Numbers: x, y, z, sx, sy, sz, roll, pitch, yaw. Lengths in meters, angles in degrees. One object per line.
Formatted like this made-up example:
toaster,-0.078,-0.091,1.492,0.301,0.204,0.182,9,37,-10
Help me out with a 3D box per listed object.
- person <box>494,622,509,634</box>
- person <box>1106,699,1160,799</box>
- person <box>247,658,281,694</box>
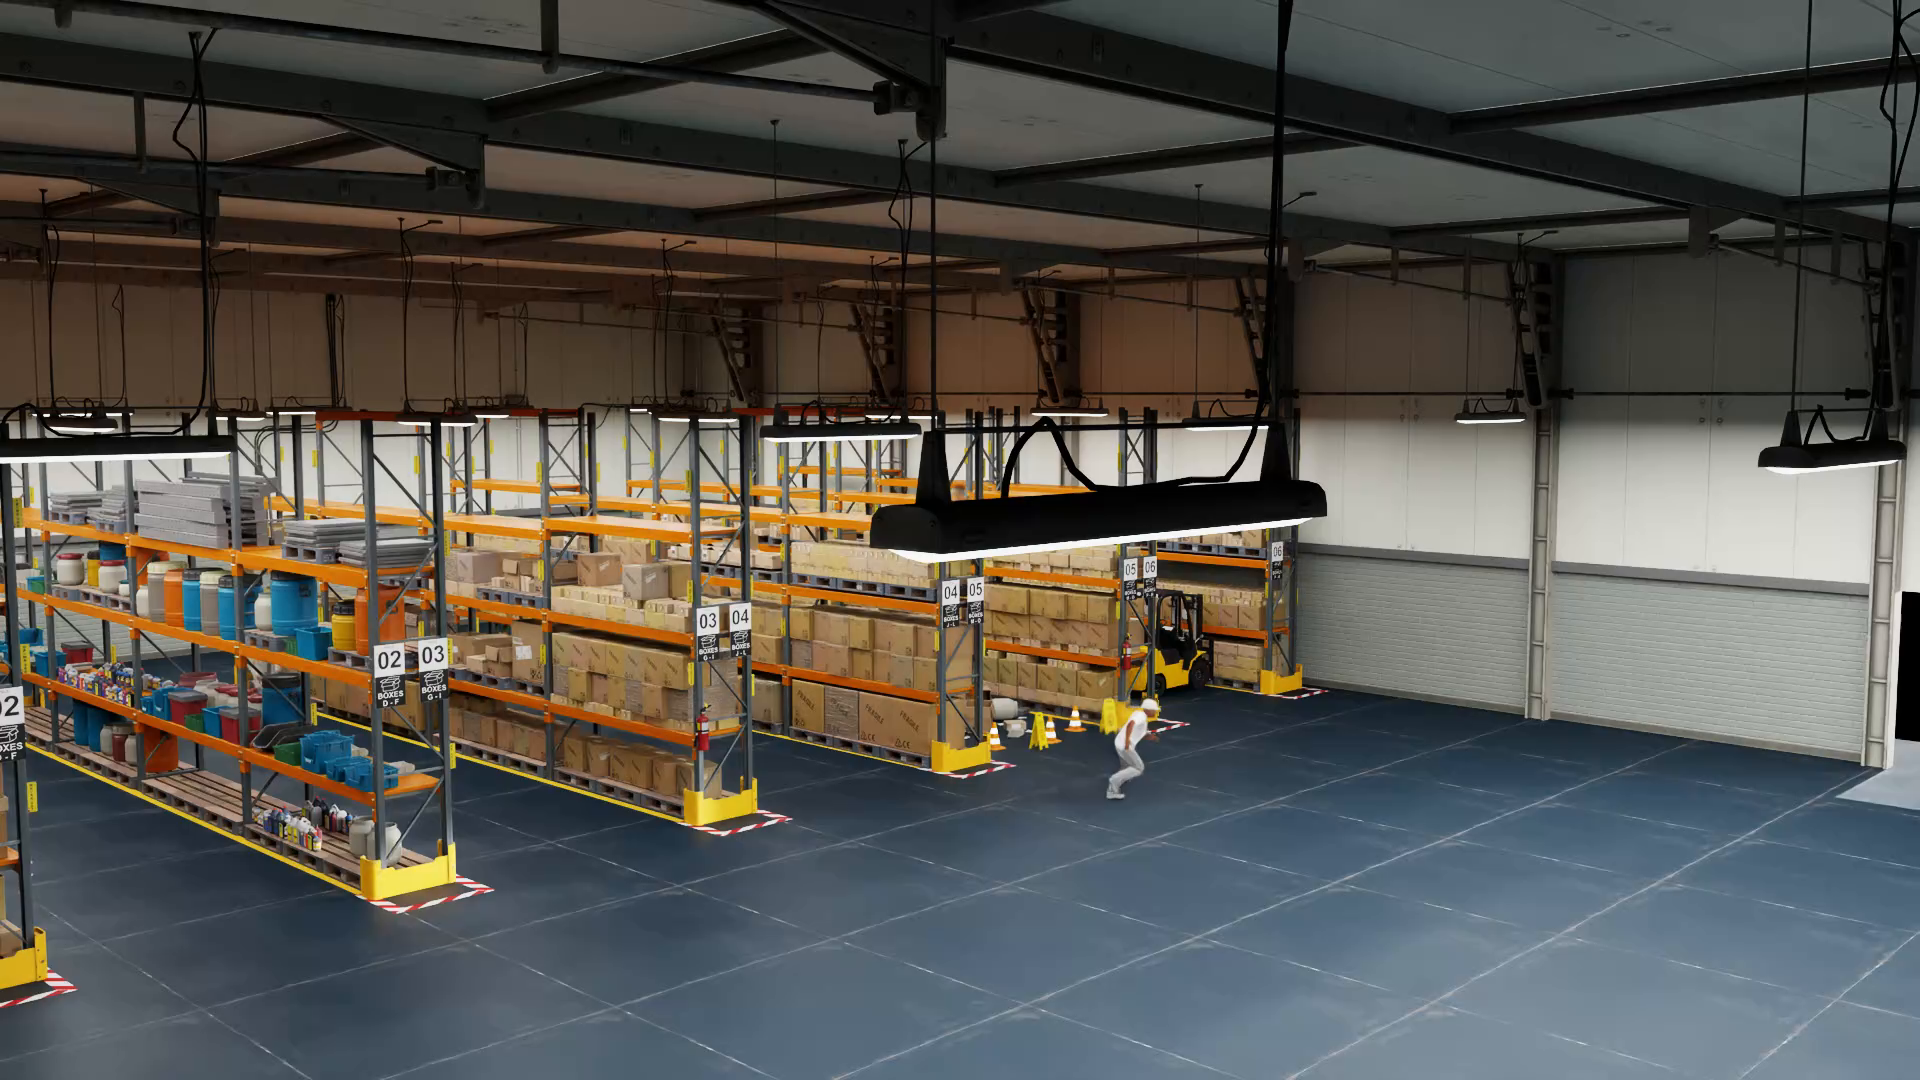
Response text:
person,-11.920,1.640,43.011,0.645,1.838,0.760,1,5,9
person,2.697,3.258,25.824,0.830,1.573,0.735,0,5,-1
person,-13.555,2.652,32.350,0.894,1.631,0.741,3,6,32
